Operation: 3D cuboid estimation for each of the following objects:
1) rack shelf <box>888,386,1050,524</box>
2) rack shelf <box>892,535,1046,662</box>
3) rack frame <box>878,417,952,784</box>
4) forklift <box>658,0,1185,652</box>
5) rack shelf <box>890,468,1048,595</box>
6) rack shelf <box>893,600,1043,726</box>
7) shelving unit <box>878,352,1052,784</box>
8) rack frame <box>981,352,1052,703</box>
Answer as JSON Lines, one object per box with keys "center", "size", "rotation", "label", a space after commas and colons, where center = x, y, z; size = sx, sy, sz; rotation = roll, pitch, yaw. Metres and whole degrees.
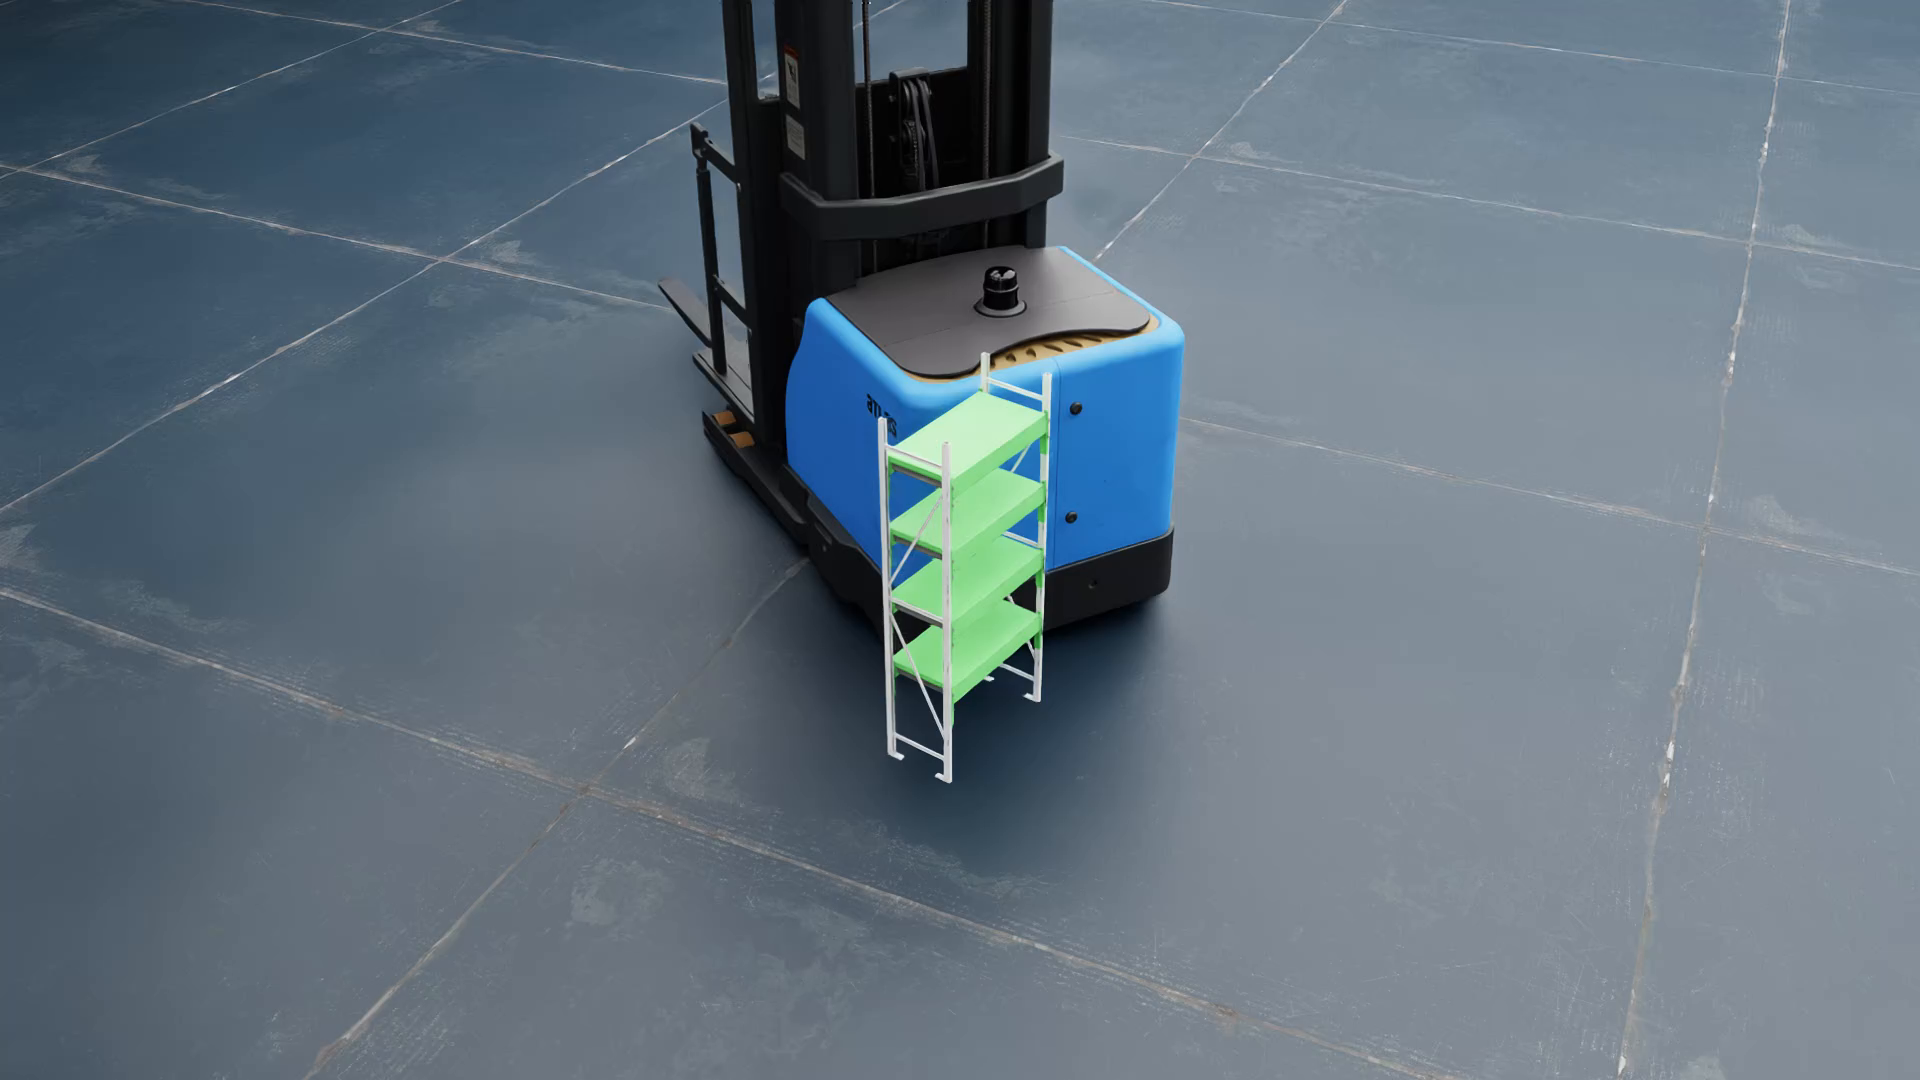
{"center": [0.019, -0.251, 4.780], "size": [0.258, 0.148, 0.480], "rotation": [22, 39, 30], "label": "rack shelf"}
{"center": [0.019, 0.150, 5.043], "size": [0.258, 0.148, 0.480], "rotation": [22, 39, 30], "label": "rack shelf"}
{"center": [-0.125, 0.205, 4.843], "size": [0.240, 1.200, 0.015], "rotation": [22, 39, 30], "label": "rack frame"}
{"center": [-0.392, -1.597, 6.013], "size": [1.130, 2.935, 3.031], "rotation": [-16, 37, -23], "label": "forklift"}
{"center": [0.019, -0.050, 4.911], "size": [0.258, 0.148, 0.480], "rotation": [22, 39, 30], "label": "rack shelf"}
{"center": [0.019, 0.351, 5.174], "size": [0.258, 0.148, 0.480], "rotation": [22, 39, 30], "label": "rack shelf"}
{"center": [0.019, 0.097, 5.008], "size": [0.258, 1.200, 0.503], "rotation": [22, 39, 30], "label": "shelving unit"}
{"center": [0.163, -0.011, 5.172], "size": [0.240, 1.200, 0.015], "rotation": [22, 39, 30], "label": "rack frame"}
